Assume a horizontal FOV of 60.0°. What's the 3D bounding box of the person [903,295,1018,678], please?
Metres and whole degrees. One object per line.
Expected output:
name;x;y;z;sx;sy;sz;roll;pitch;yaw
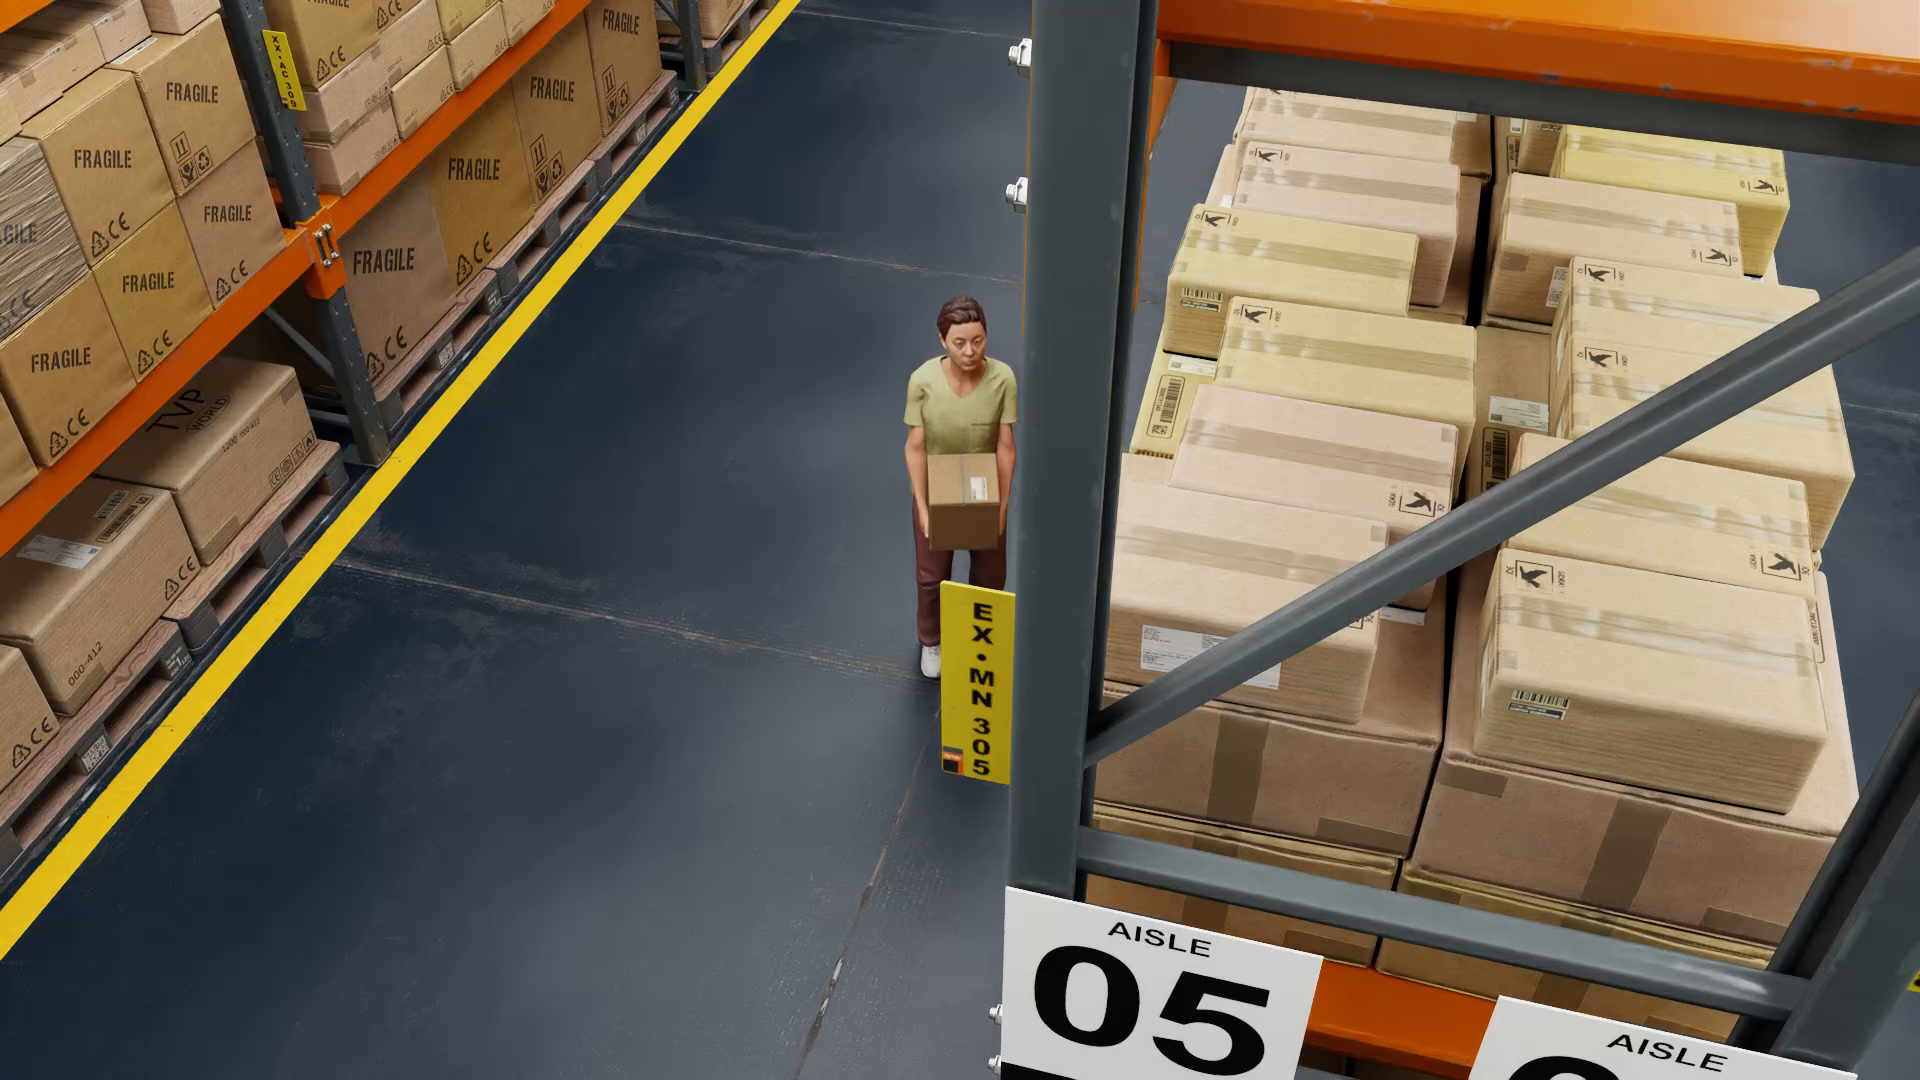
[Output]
person;0.006;-0.128;6.319;0.425;1.658;0.561;-2;41;-2
